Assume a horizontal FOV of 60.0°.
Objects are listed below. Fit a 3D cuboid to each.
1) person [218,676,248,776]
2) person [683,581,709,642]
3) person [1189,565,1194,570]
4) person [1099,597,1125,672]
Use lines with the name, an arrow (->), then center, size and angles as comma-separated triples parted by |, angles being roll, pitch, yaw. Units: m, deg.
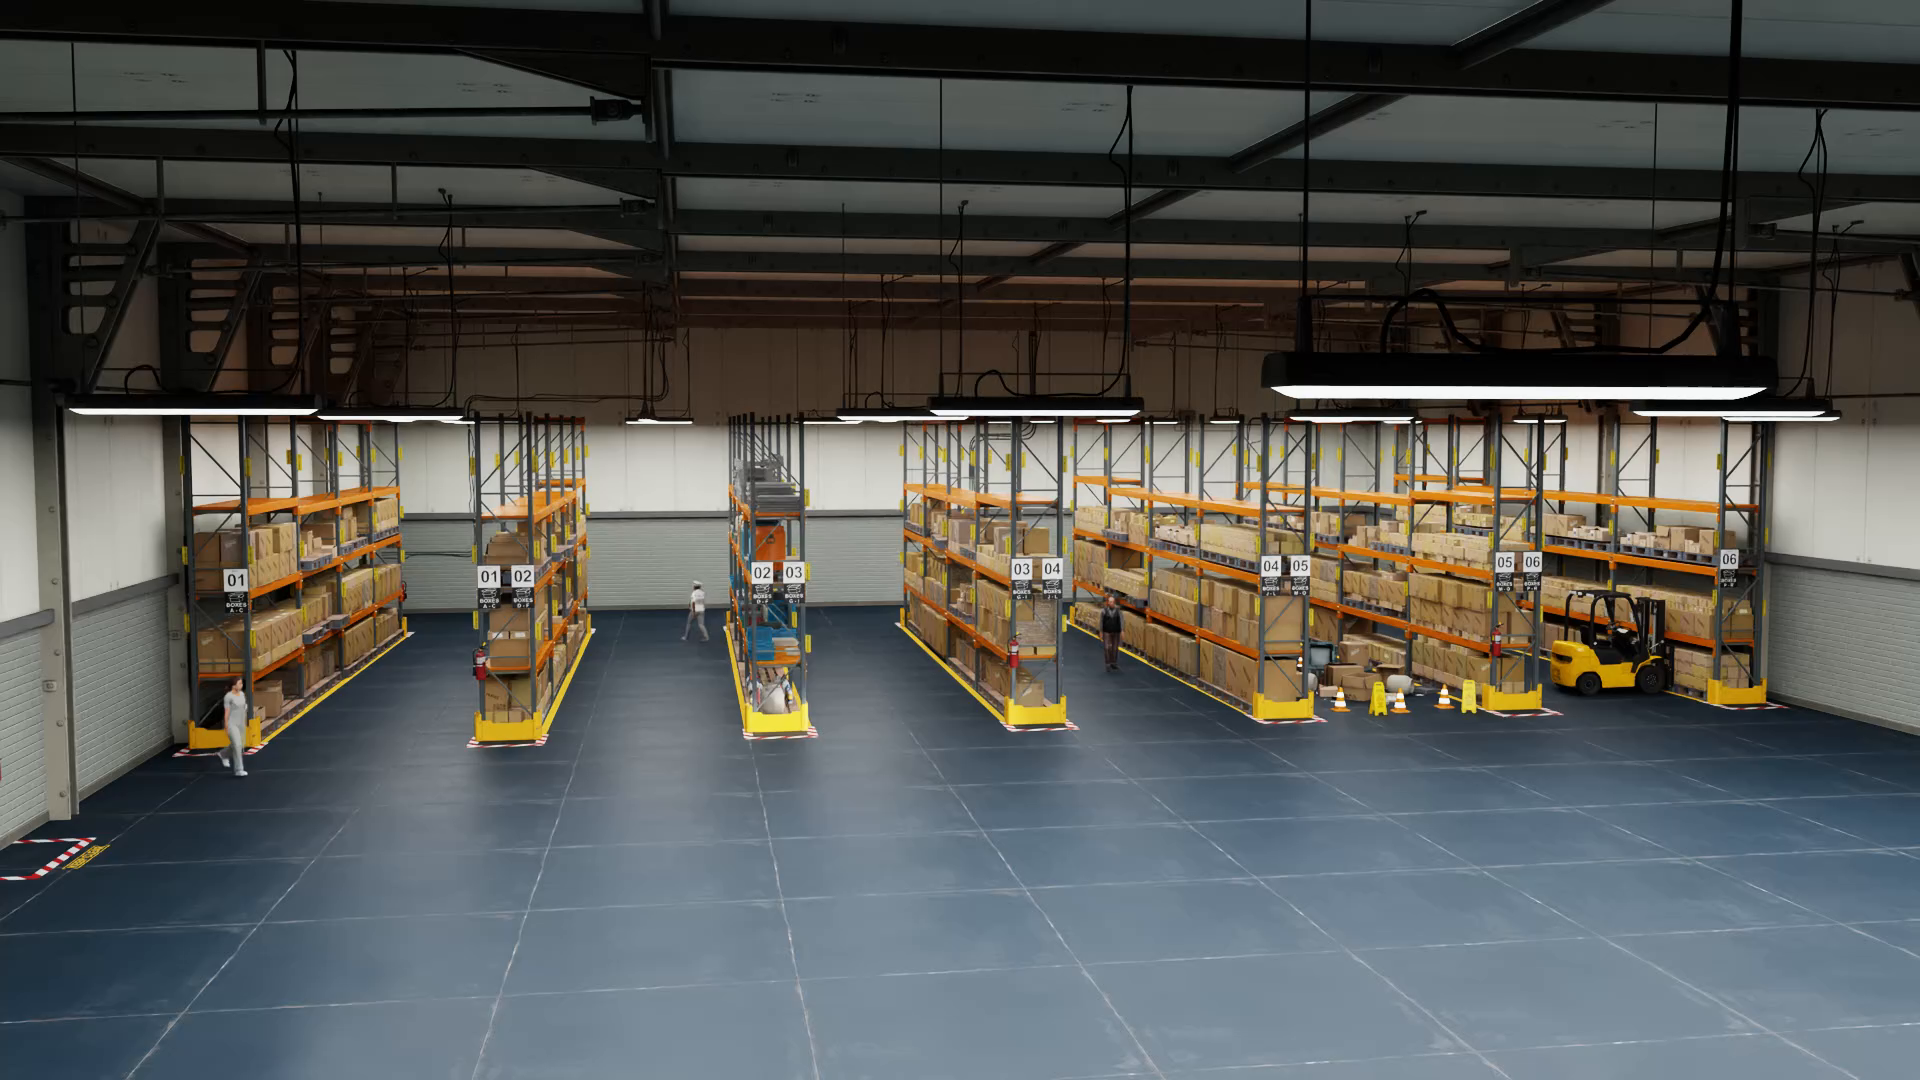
person -> -11.987, 3.034, 27.371 | 0.853, 1.638, 0.443 | 2, 4, 29
person -> -7.019, 1.911, 44.295 | 0.516, 1.630, 0.807 | -3, 5, -33
person -> 6.651, 1.581, 47.941 | 0.719, 1.795, 0.600 | 2, 4, 24
person -> 3.578, 2.216, 39.092 | 0.591, 1.748, 0.632 | 0, 4, 2
